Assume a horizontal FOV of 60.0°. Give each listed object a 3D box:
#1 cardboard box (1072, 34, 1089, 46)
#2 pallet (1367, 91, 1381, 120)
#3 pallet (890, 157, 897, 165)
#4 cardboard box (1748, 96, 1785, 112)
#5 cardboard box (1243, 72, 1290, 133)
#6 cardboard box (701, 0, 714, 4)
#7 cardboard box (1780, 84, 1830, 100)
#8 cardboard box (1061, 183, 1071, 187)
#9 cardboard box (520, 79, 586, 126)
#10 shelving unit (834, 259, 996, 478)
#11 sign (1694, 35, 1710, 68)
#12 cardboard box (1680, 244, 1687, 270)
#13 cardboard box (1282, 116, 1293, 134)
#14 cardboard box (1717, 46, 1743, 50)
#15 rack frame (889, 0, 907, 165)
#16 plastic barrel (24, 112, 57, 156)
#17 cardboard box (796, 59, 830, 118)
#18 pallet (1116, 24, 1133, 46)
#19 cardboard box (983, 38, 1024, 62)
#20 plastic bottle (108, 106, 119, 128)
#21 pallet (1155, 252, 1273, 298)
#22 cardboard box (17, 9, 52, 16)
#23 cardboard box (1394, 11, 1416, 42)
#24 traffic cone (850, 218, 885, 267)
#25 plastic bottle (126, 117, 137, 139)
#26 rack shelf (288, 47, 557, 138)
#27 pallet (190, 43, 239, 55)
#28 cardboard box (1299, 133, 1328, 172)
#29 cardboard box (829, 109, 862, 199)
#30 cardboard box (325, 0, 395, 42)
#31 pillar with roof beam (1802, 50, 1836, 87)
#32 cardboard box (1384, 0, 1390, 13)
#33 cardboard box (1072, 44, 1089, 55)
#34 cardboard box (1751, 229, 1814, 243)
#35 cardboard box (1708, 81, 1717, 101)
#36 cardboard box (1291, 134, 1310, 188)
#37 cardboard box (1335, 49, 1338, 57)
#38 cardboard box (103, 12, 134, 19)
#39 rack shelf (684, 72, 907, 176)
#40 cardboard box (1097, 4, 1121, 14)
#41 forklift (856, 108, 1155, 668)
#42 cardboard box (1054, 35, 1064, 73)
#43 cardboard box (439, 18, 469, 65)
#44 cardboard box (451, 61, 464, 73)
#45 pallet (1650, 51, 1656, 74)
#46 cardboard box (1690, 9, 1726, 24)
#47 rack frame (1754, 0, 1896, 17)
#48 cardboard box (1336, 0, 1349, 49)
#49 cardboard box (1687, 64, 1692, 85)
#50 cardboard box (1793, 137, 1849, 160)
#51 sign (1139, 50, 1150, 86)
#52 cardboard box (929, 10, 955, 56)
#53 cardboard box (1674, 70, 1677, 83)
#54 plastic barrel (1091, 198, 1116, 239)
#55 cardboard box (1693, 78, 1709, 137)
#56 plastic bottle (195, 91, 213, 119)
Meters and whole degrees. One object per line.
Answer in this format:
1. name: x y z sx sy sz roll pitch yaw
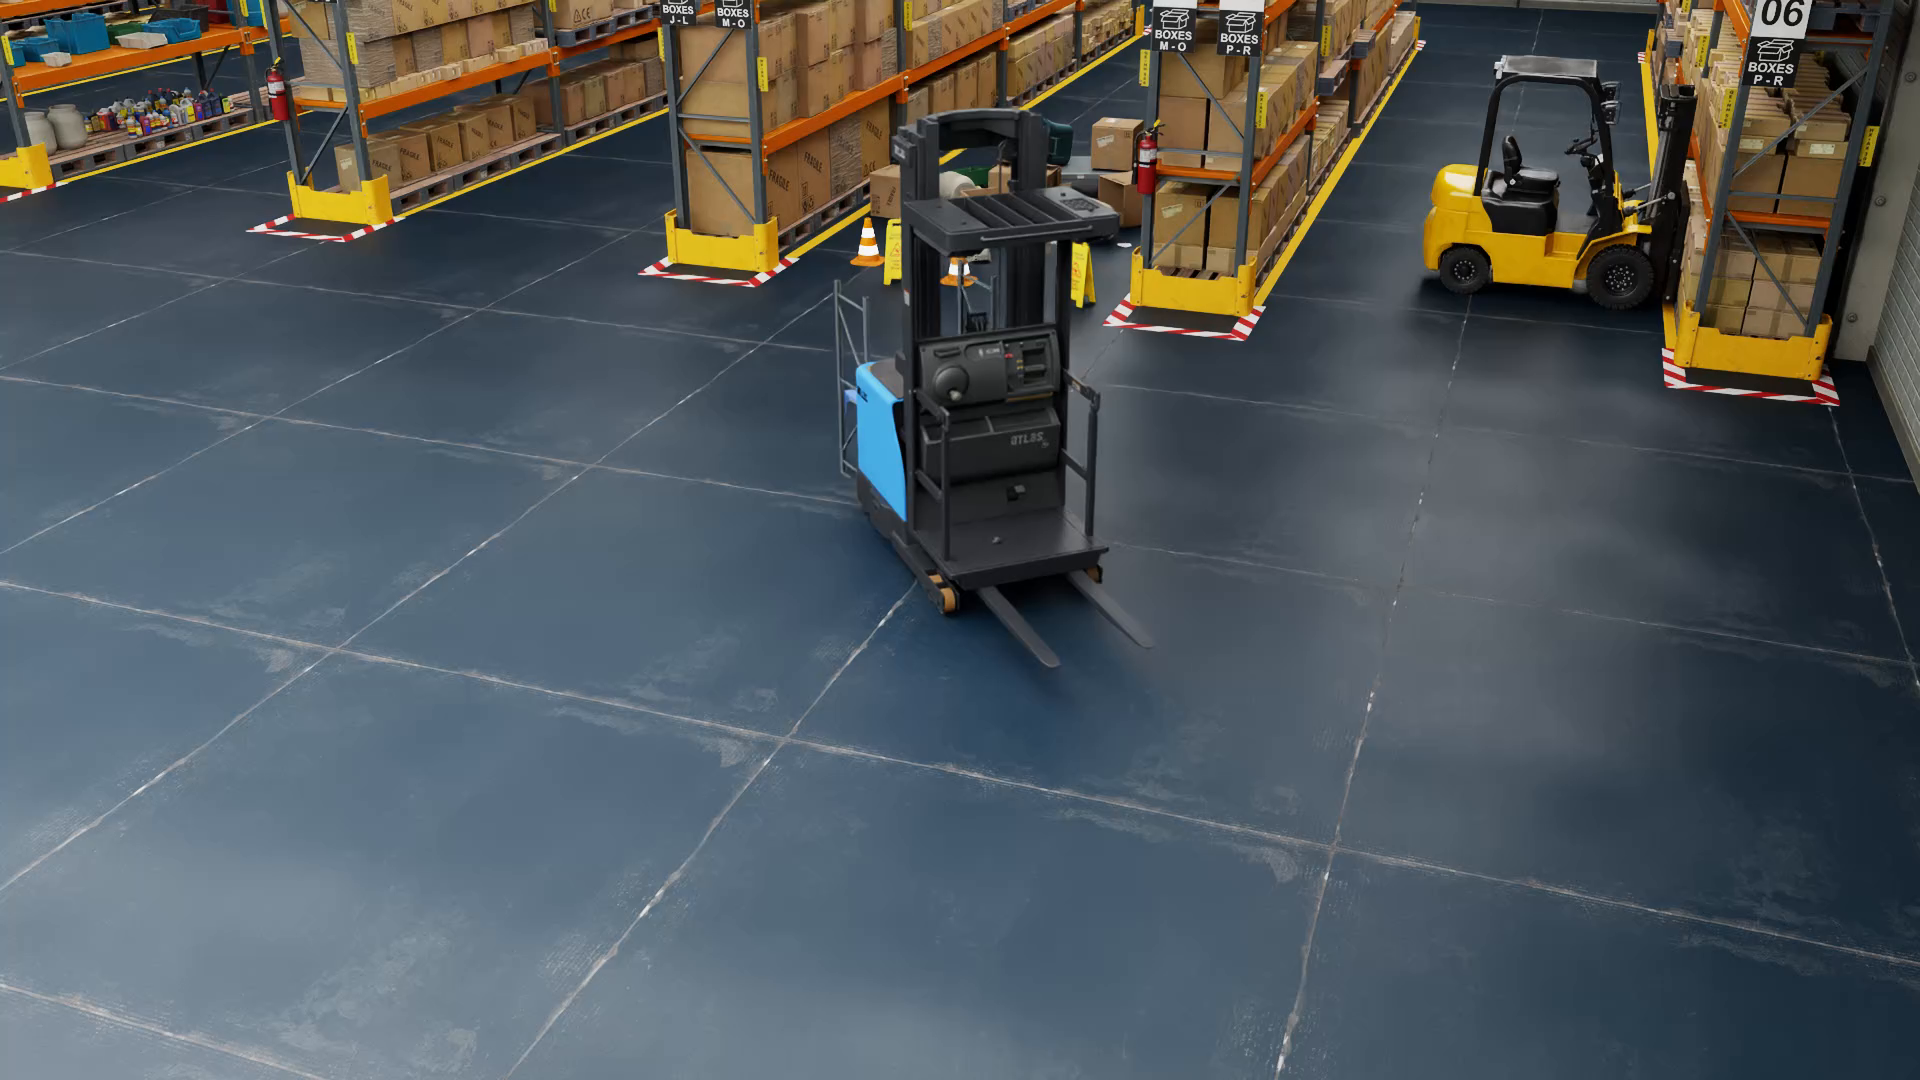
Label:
1. cardboard box: 1.938 -8.347 27.720 0.380 0.149 0.250 10 28 20
2. pallet: 5.627 -6.442 24.537 1.003 0.211 1.213 9 27 17
3. pallet: -0.961 -4.990 21.538 1.003 0.211 1.213 9 27 17
4. cardboard box: 7.094 -3.836 14.754 0.380 0.149 0.250 9 27 18
5. cardboard box: 2.981 -4.353 16.567 0.500 0.500 0.500 8 27 16
6. cardboard box: -4.040 -8.527 25.528 0.500 0.500 0.500 10 27 19
7. cardboard box: 7.761 -4.088 15.275 0.380 0.149 0.250 9 27 18
8. cardboard box: 1.260 -3.987 19.403 0.258 0.266 0.396 -9 27 -18
9. cardboard box: -5.565 -6.000 22.788 0.700 0.500 0.500 7 27 13
10. shelving unit: -0.320 -1.199 12.229 1.048 1.500 0.538 -14 29 -26
11. sign: 7.722 -5.083 17.292 0.100 0.325 0.005 9 27 17
12. cardboard box: 7.102 -2.720 15.750 0.500 0.250 0.500 8 27 16
13. cardboard box: 3.236 -4.322 17.246 0.380 0.149 0.250 9 27 18
14. cardboard box: 8.341 -5.234 17.982 0.380 0.149 0.250 9 27 17
15. rack frame: -1.146 -5.917 20.253 1.000 3.000 0.127 9 27 17
16. plastic barrel: -11.645 -5.103 20.945 0.421 0.512 0.421 0 26 0
17. cardboard box: -1.929 -4.941 18.065 0.875 0.550 0.550 9 27 17
18. pallet: 2.518 -9.234 30.302 1.003 0.211 1.213 9 27 17
19. cardboard box: 0.643 -7.211 24.450 0.500 0.250 0.500 8 27 15
20. plastic bottle: -11.438 -5.700 22.424 0.152 0.276 0.135 8 27 16
21. pallet: 2.553 -2.702 16.812 1.003 0.211 1.213 9 27 17
22. cardboard box: -17.806 -10.340 31.373 0.750 0.750 0.750 9 27 17
23. cardboard box: 7.423 -8.922 28.918 0.875 0.438 0.875 8 27 16
24. traffic cone: -0.962 -3.144 17.436 0.336 0.463 0.334 9 27 17
25. plastic bottle: -10.894 -5.422 21.857 0.097 0.271 0.097 0 26 0
26. rack shelf: -6.455 -5.532 20.283 1.077 0.370 4.000 9 27 17
27. pallet: -13.515 -8.806 29.419 1.003 0.211 1.213 9 27 17
28. cardboard box: 3.964 -4.759 20.394 0.950 0.372 0.625 11 28 21
29. cardboard box: -1.718 -4.531 19.345 0.875 0.875 0.875 9 27 18
30. cardboard box: -6.681 -5.850 18.510 0.500 0.500 0.500 9 27 17
31. pillar with roof beam: 5.925 -8.824 19.373 9.100 9.000 0.400 9 27 17
32. cardboard box: 6.135 -8.031 24.791 0.500 0.250 0.500 8 27 17
33. cardboard box: 1.940 -8.214 27.785 0.380 0.149 0.250 8 27 15
34. cardboard box: 7.408 -2.656 15.044 0.500 0.250 0.500 9 27 18
35. cardboard box: 7.497 -4.351 16.158 0.380 0.149 0.250 8 27 17
36. cardboard box: 3.611 -4.248 18.618 0.500 0.500 0.500 8 27 17
37. cardboard box: 4.360 -5.928 20.082 0.380 0.149 0.250 9 27 18
38. cardboard box: -14.251 -8.791 28.218 0.500 0.311 0.500 10 27 19
39. rack shelf: -1.812 -4.772 18.712 1.077 0.370 4.000 9 27 17
40. cardboard box: 2.660 -9.451 29.658 0.380 0.149 0.250 8 27 15
41. forklift: 0.273 -1.059 10.298 1.130 2.935 3.031 -10 27 -19
42. cardboard box: 1.336 -7.717 26.357 0.500 0.500 0.500 8 27 16
43. cardboard box: -6.474 -6.061 20.094 0.875 0.500 0.500 9 27 17
44. cardboard box: -6.253 -5.728 20.150 0.380 0.149 0.250 9 27 17
45. pallet: 11.941 -7.840 27.424 1.003 0.211 1.213 9 27 17
46. cardboard box: 9.185 -6.415 20.422 0.380 0.149 0.250 10 27 19
47. rack frame: 6.906 -5.579 12.670 1.000 3.000 0.127 9 27 17
48. cardboard box: 4.325 -6.167 19.831 0.500 0.500 0.500 9 27 17
49. cardboard box: 8.679 -5.320 19.192 0.500 0.250 0.500 10 27 19
50. cardboard box: 7.264 -3.318 14.024 0.380 0.149 0.250 8 27 16
51. sign: 1.707 -4.349 15.323 0.100 0.325 0.005 9 27 17
52. cardboard box: -0.381 -6.552 21.449 0.500 0.500 0.500 9 27 17
53. cardboard box: 9.962 -6.303 22.691 0.380 0.149 0.250 7 27 15
54. plastic barrel: 1.484 -3.506 18.229 0.421 0.421 0.512 -14 29 -27
55. cardboard box: 7.843 -4.423 17.052 0.500 0.500 0.500 8 27 16
56. plastic bottle: -10.467 -6.017 22.993 0.144 0.351 0.185 7 27 15
